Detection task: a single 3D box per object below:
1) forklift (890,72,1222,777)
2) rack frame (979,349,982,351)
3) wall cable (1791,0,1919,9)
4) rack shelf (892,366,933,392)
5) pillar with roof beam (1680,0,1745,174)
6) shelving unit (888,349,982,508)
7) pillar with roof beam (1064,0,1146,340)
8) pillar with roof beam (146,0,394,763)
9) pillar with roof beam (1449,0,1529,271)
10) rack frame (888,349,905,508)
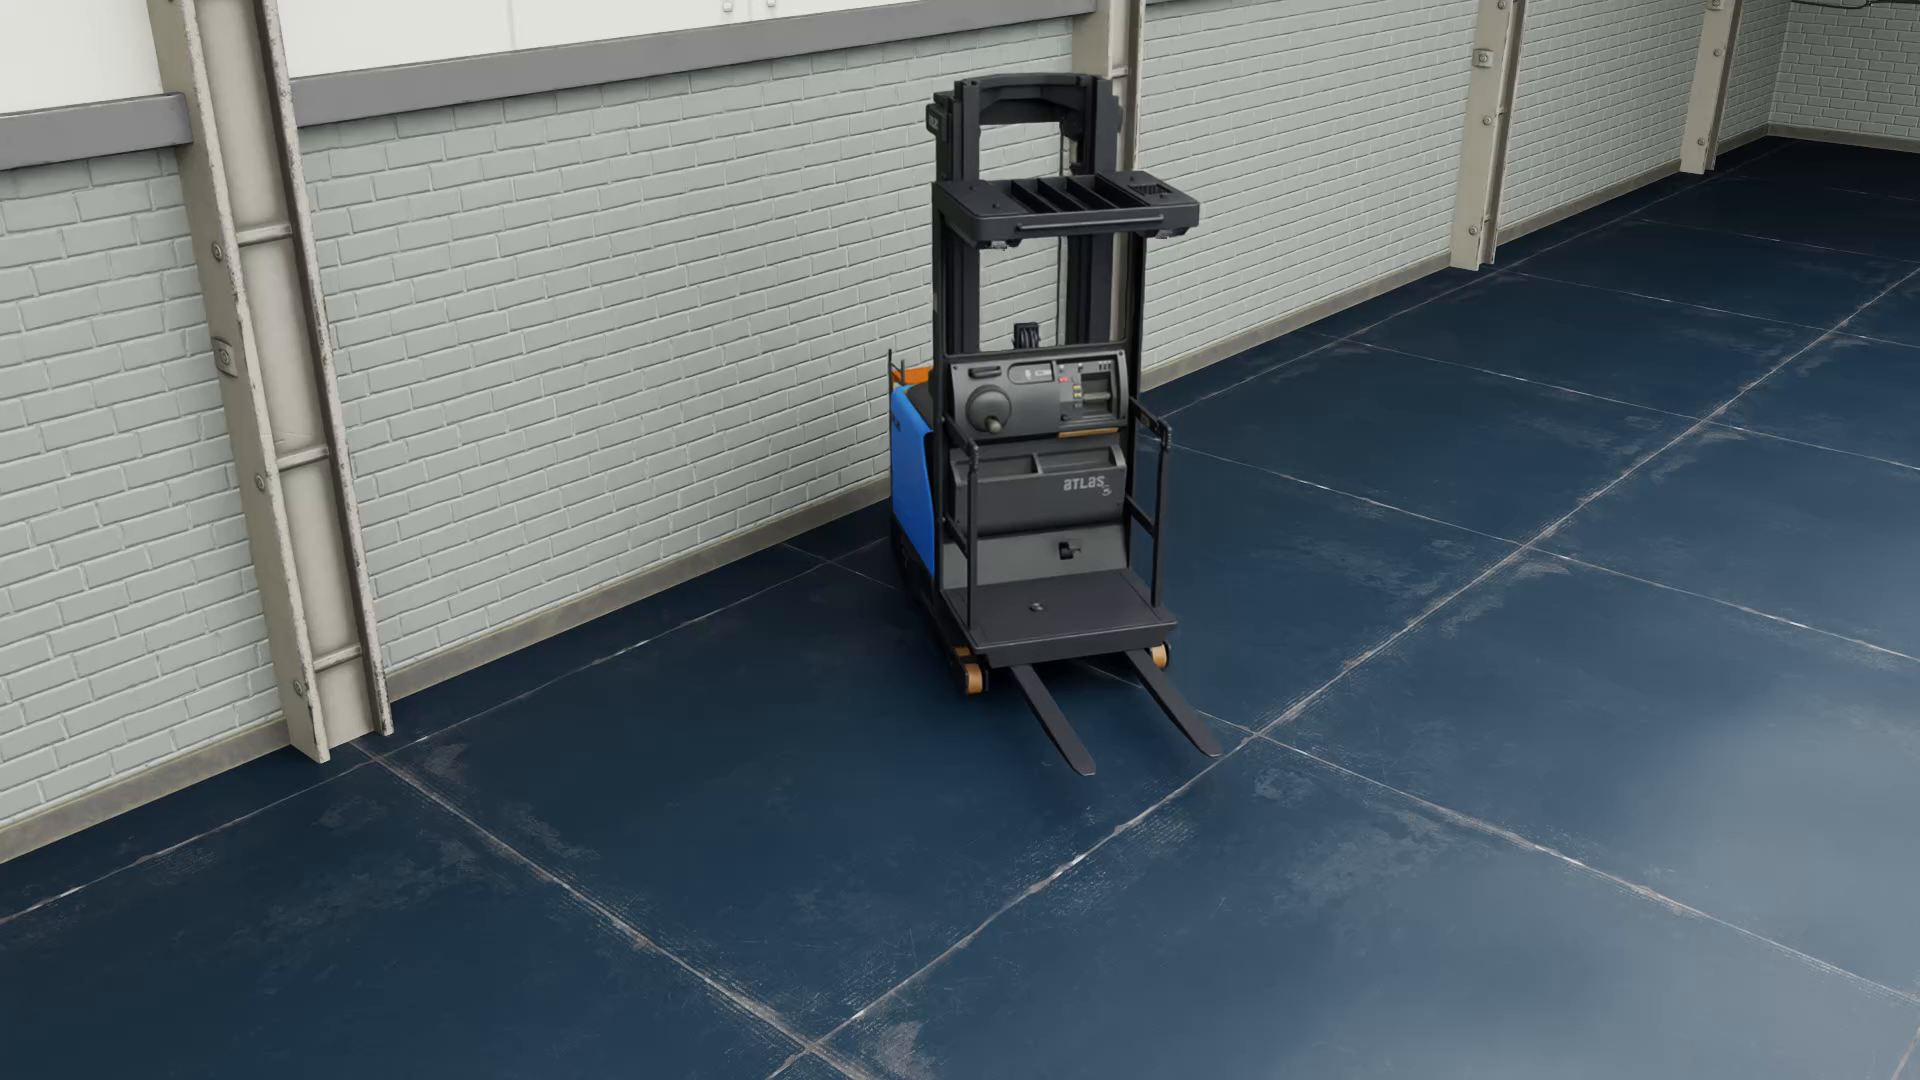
[{"bbox_3d":[0.466,-0.722,8.277,1.130,2.935,3.031,-6,25,-14],"label":"forklift"},{"bbox_3d":[0.077,-0.618,10.161,0.015,1.200,0.240,-10,26,-21],"label":"rack frame"},{"bbox_3d":[11.947,-7.751,20.334,3.097,2.526,0.112,20,31,38],"label":"wall cable"},{"bbox_3d":[-0.148,-0.938,9.914,0.480,0.148,0.258,-10,26,-21],"label":"rack shelf"},{"bbox_3d":[12.202,-7.456,15.880,9.100,9.000,0.400,20,31,38],"label":"pillar with roof beam"},{"bbox_3d":[-0.148,-0.579,10.075,0.503,1.200,0.258,-10,26,-21],"label":"shelving unit"},{"bbox_3d":[4.193,-3.800,7.726,9.100,9.000,0.400,20,31,38],"label":"pillar with roof beam"},{"bbox_3d":[0.188,-1.972,3.649,9.100,9.000,0.400,20,31,38],"label":"pillar with roof beam"},{"bbox_3d":[8.197,-5.628,11.803,9.100,9.000,0.400,20,31,38],"label":"pillar with roof beam"},{"bbox_3d":[-0.373,-0.541,9.989,0.015,1.200,0.240,-10,26,-21],"label":"rack frame"}]
